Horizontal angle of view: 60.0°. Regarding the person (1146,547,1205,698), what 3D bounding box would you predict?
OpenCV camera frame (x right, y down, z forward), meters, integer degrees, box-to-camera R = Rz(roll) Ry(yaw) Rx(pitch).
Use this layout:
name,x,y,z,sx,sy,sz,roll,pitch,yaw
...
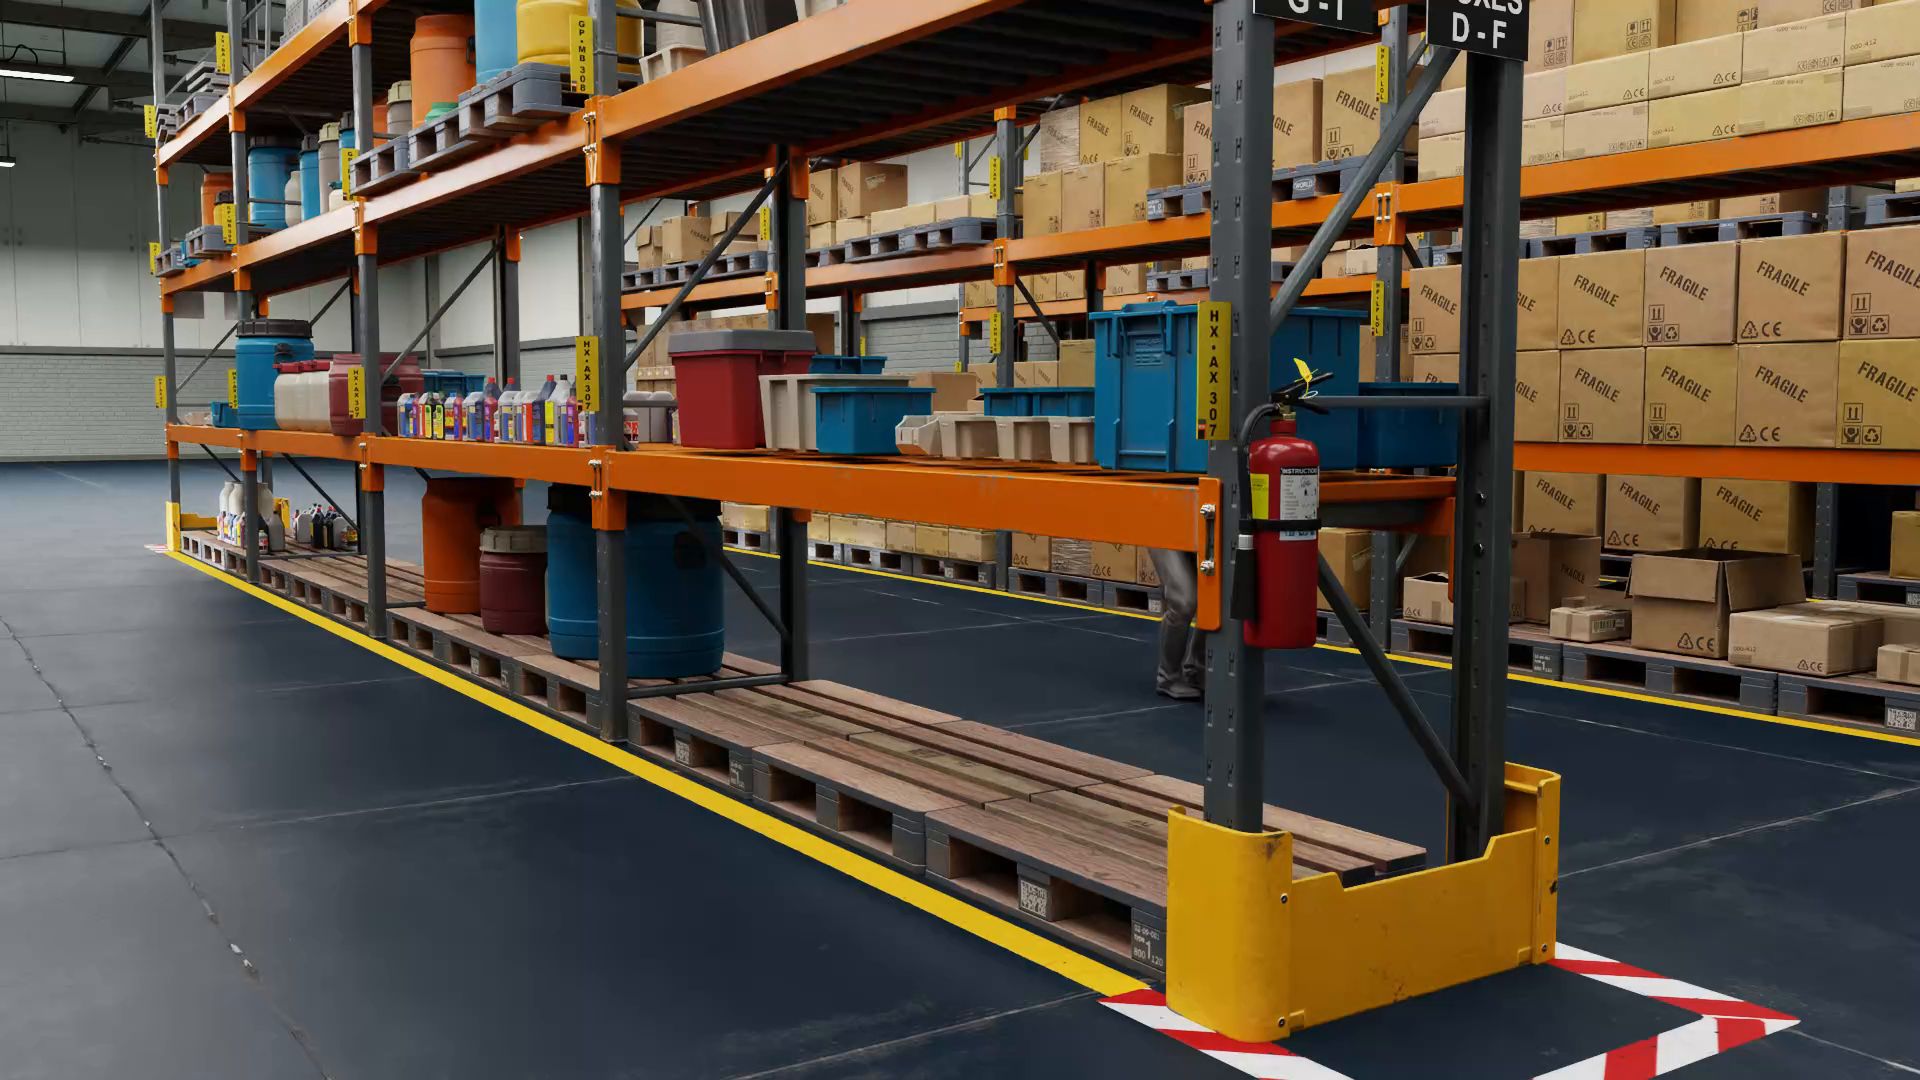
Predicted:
name,x,y,z,sx,sy,sz,roll,pitch,yaw
person,1.332,0.258,8.485,0.476,1.118,0.979,-3,6,-36
